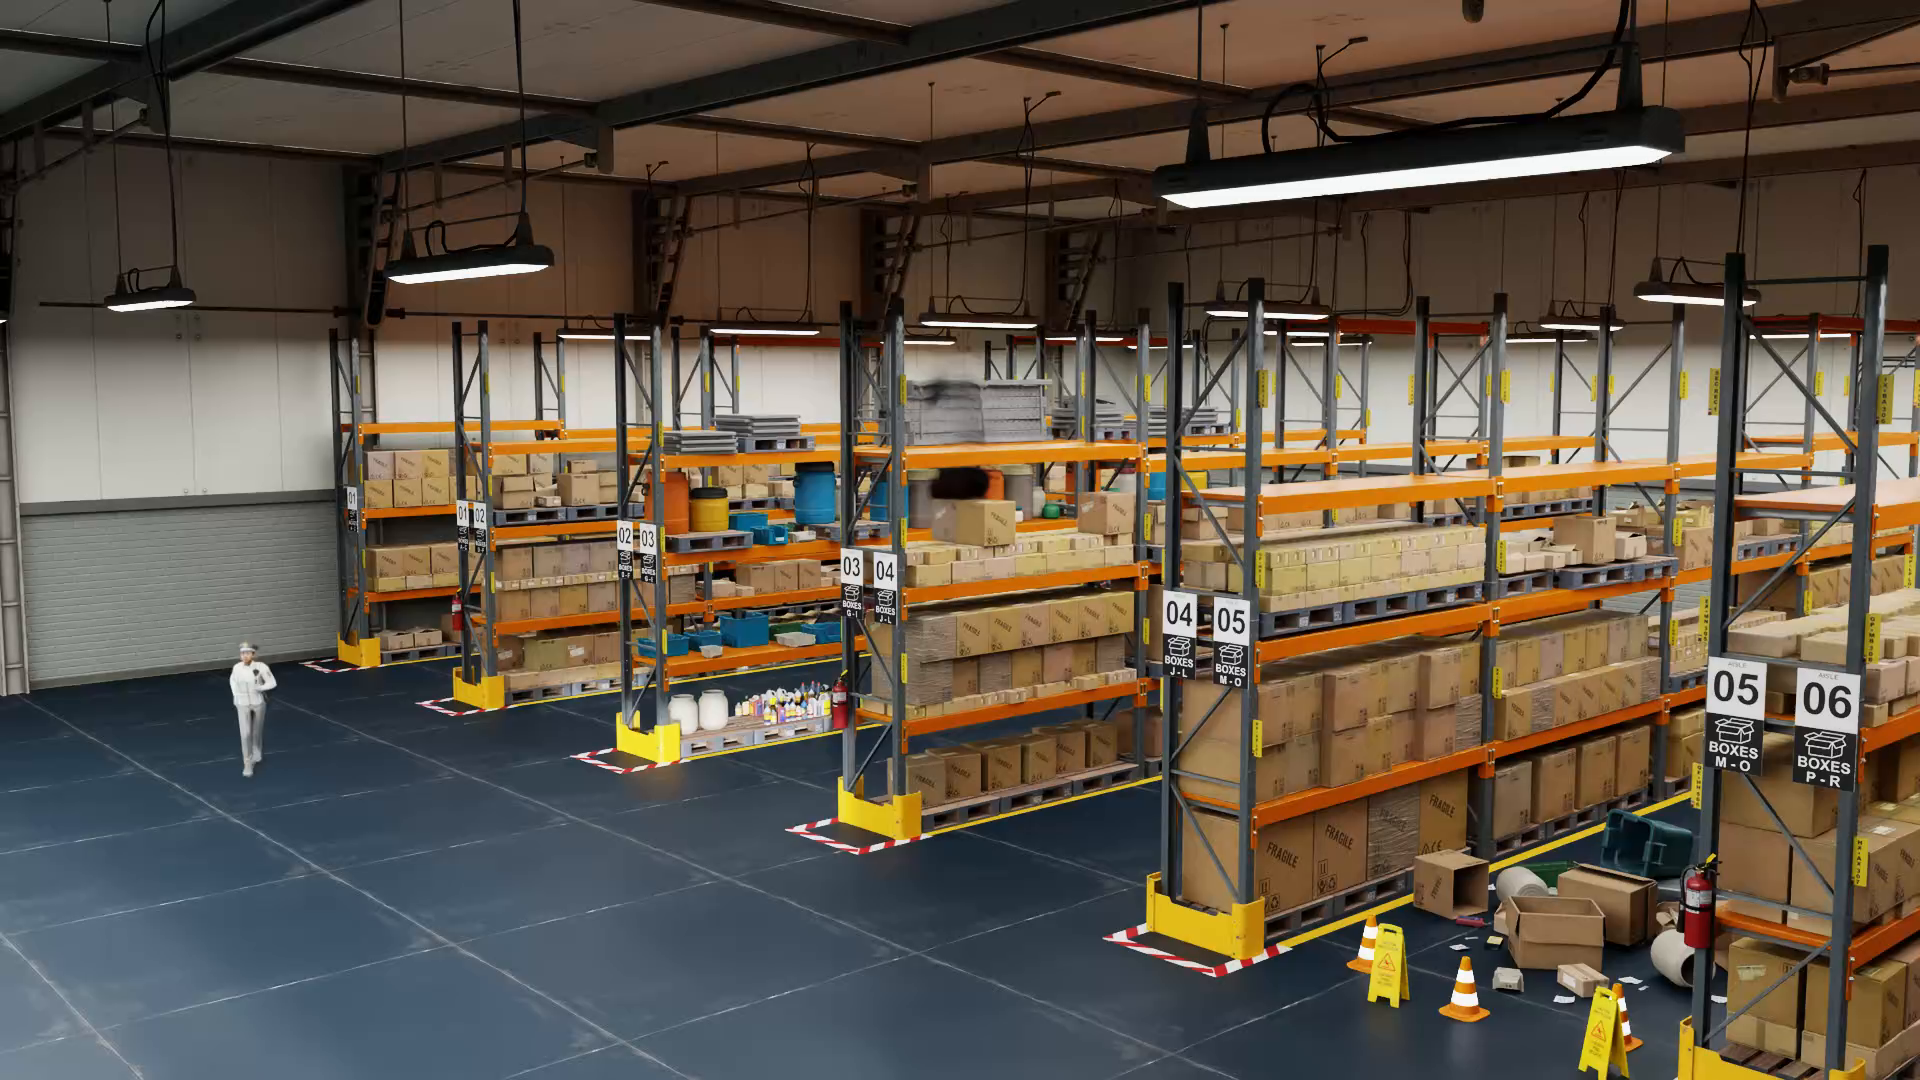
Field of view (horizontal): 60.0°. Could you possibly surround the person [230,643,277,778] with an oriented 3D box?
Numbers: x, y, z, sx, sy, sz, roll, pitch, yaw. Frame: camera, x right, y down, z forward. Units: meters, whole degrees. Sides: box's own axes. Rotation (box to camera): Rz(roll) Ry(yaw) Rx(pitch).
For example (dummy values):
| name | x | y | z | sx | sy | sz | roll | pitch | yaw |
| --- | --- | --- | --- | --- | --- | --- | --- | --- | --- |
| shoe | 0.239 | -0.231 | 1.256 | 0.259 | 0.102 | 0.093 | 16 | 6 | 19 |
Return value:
| name | x | y | z | sx | sy | sz | roll | pitch | yaw |
| --- | --- | --- | --- | --- | --- | --- | --- | --- | --- |
| person | -9.248 | 2.175 | 21.764 | 0.597 | 1.722 | 0.867 | -2 | 6 | -16 |
